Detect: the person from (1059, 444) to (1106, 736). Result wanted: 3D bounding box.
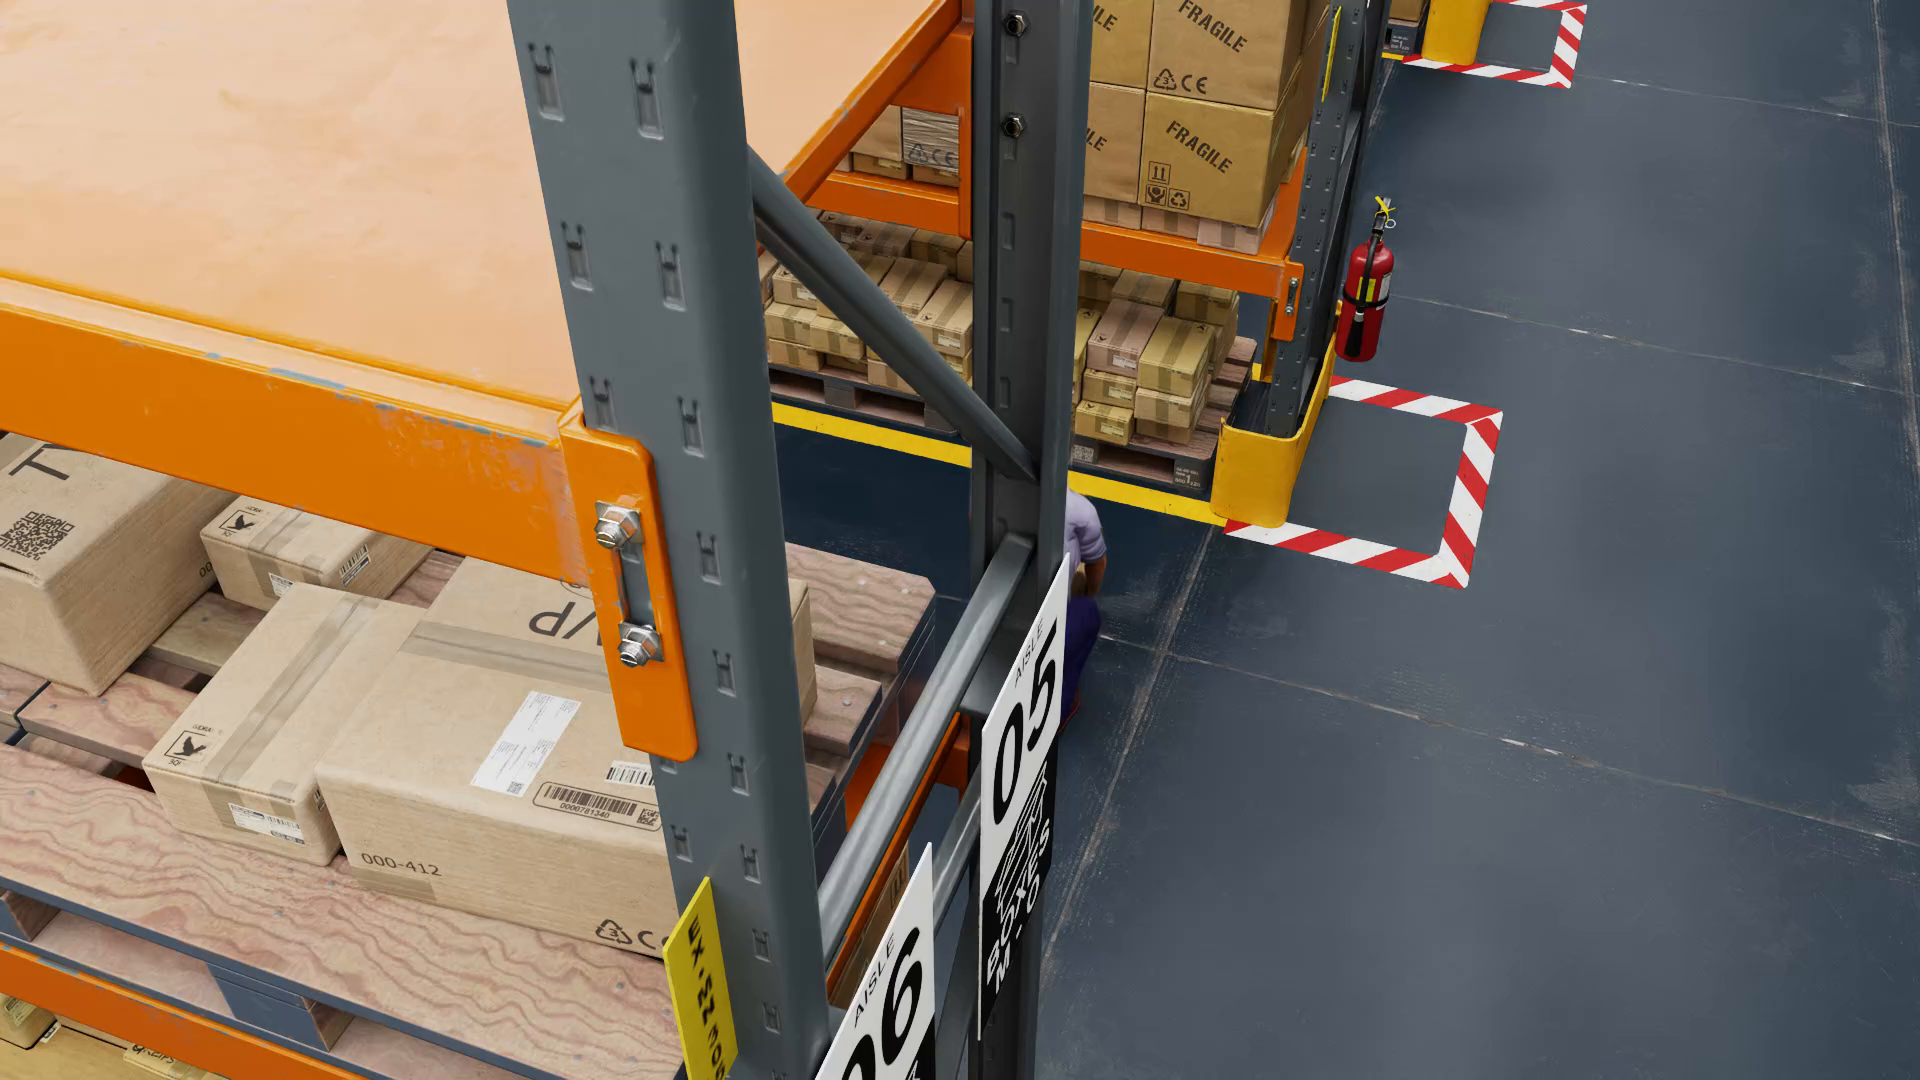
[{"bbox_3d":[0.262,0.204,6.359,0.537,1.099,0.769,14,44,15],"label":"person"}]
